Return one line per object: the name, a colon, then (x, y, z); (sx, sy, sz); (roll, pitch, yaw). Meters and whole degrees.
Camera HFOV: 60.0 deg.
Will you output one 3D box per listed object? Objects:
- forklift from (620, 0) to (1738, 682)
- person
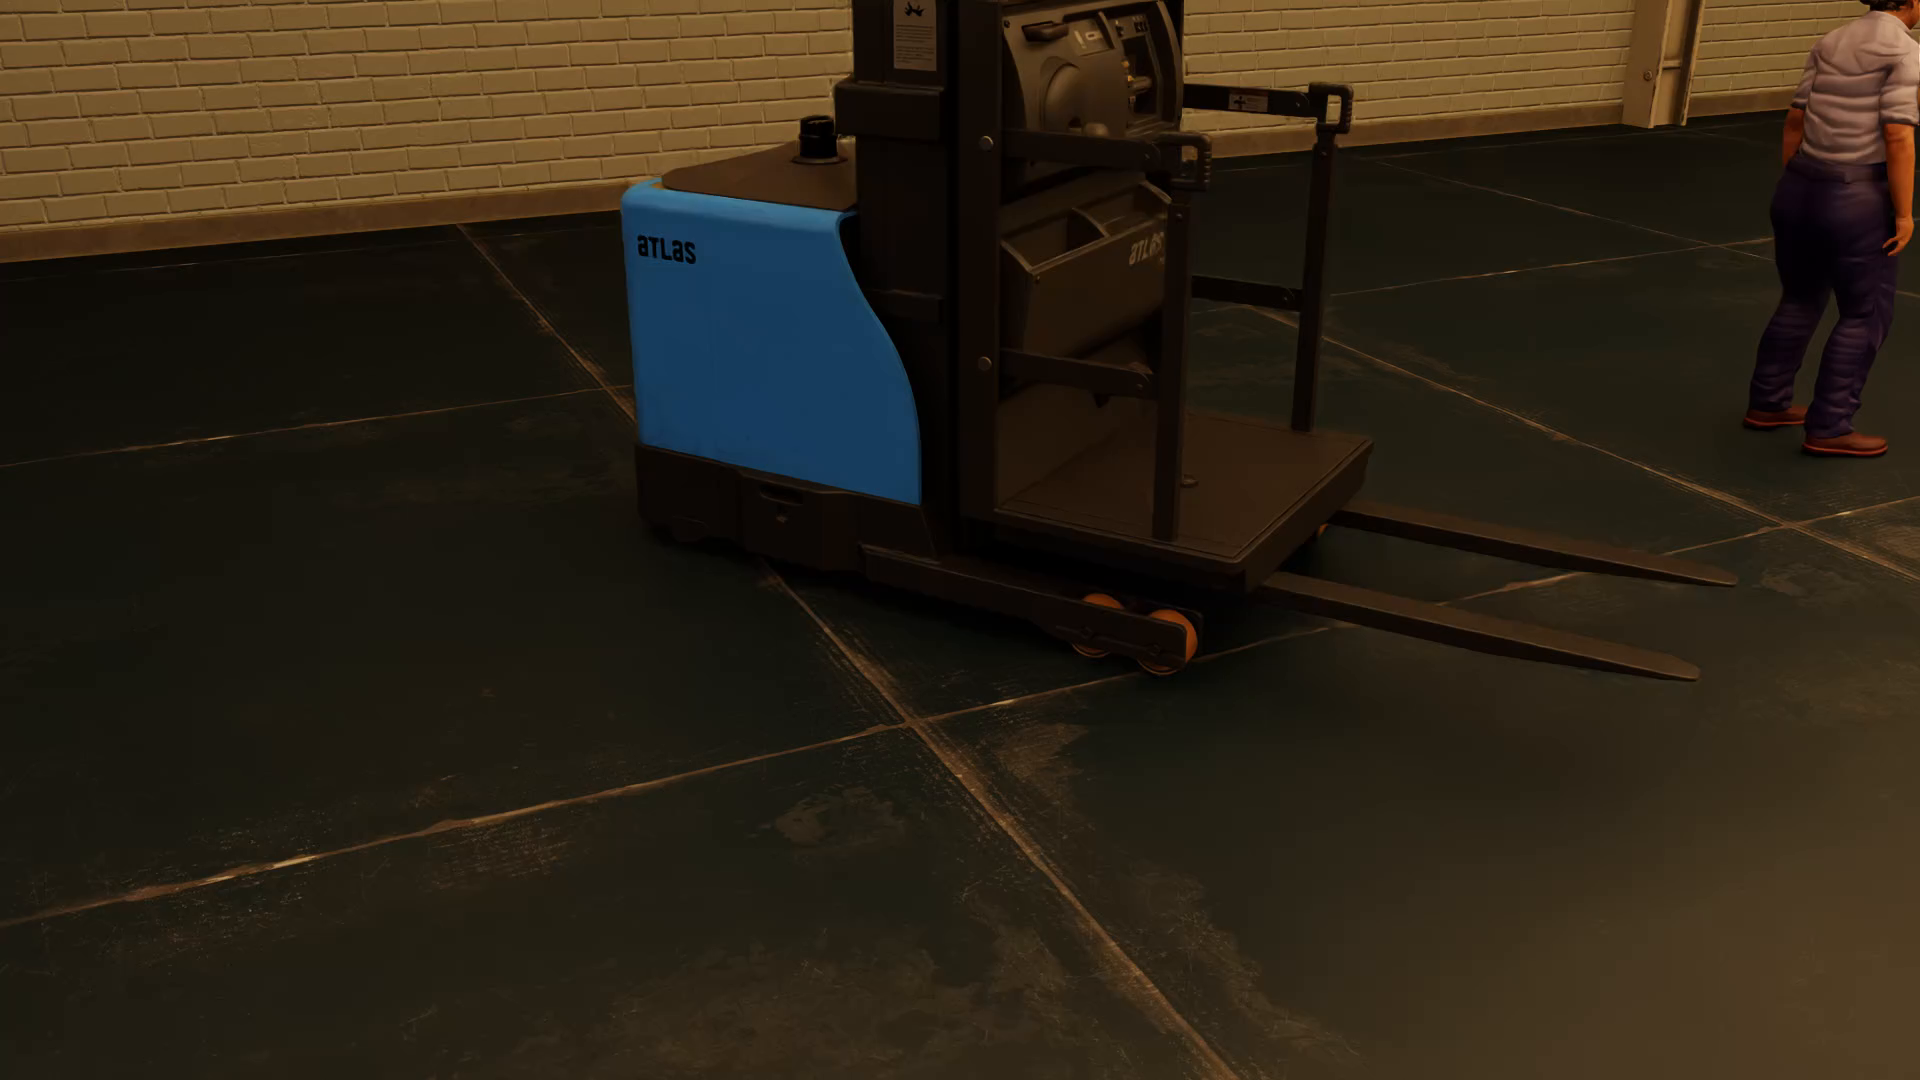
forklift: (0.539, -1.239, 4.268); (3.031, 2.935, 1.130); (13, 26, 28)
person: (3.025, -1.133, 5.690); (0.376, 1.653, 0.533); (-7, 24, -16)
